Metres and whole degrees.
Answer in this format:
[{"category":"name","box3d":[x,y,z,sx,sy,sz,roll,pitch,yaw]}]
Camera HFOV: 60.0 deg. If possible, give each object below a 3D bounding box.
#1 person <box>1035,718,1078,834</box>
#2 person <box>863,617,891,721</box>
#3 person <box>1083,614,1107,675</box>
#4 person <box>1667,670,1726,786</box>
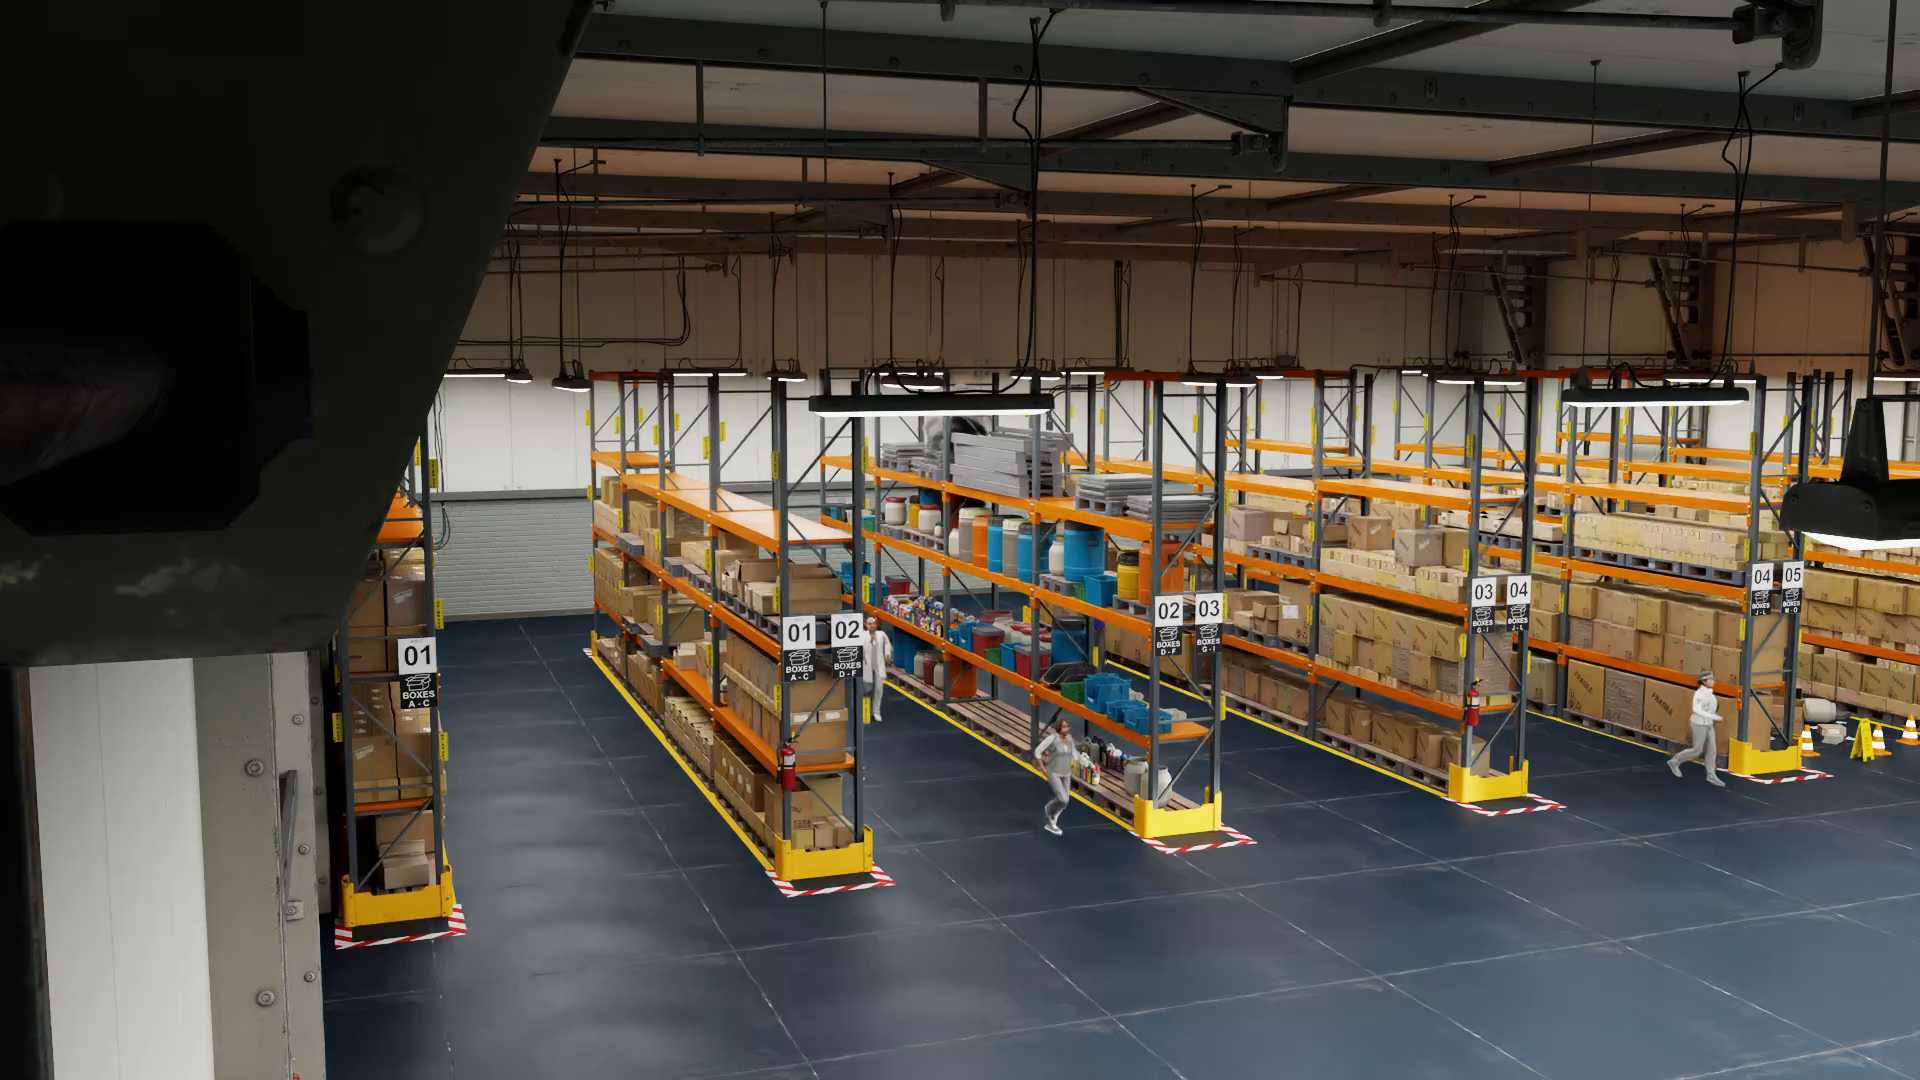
[{"category":"person","box3d":[1.319,3.113,21.885,0.585,1.559,0.500,-4,7,-32]},{"category":"person","box3d":[-1.531,2.230,29.132,0.724,1.765,0.956,-2,7,-15]},{"category":"person","box3d":[2.661,1.872,32.855,0.578,1.649,0.791,-3,7,-24]},{"category":"person","box3d":[10.961,2.750,24.639,0.814,1.711,0.638,6,9,42]}]
